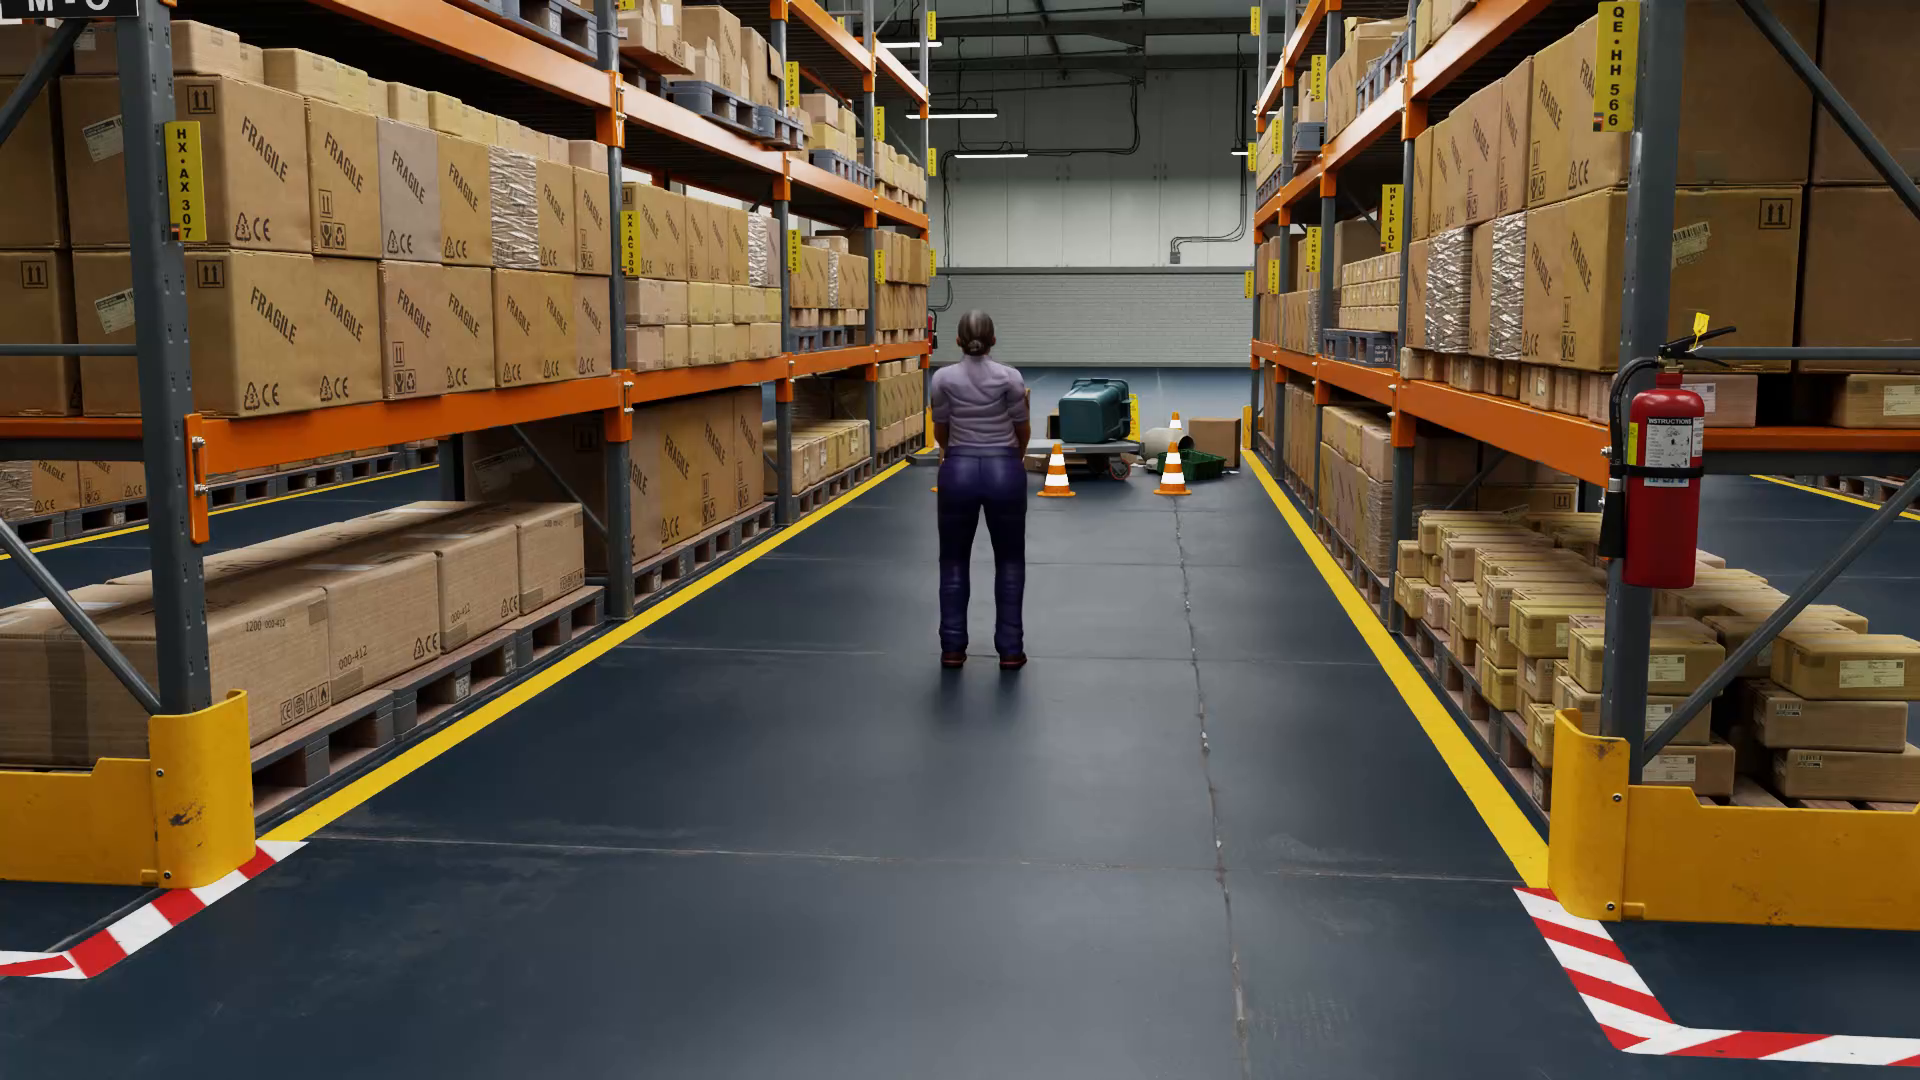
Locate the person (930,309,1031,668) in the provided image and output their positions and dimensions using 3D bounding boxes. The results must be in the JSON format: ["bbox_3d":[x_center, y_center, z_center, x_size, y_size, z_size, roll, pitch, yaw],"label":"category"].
[{"bbox_3d":[0.102,-0.242,7.686,0.452,1.634,0.522,1,8,6],"label":"person"}]
